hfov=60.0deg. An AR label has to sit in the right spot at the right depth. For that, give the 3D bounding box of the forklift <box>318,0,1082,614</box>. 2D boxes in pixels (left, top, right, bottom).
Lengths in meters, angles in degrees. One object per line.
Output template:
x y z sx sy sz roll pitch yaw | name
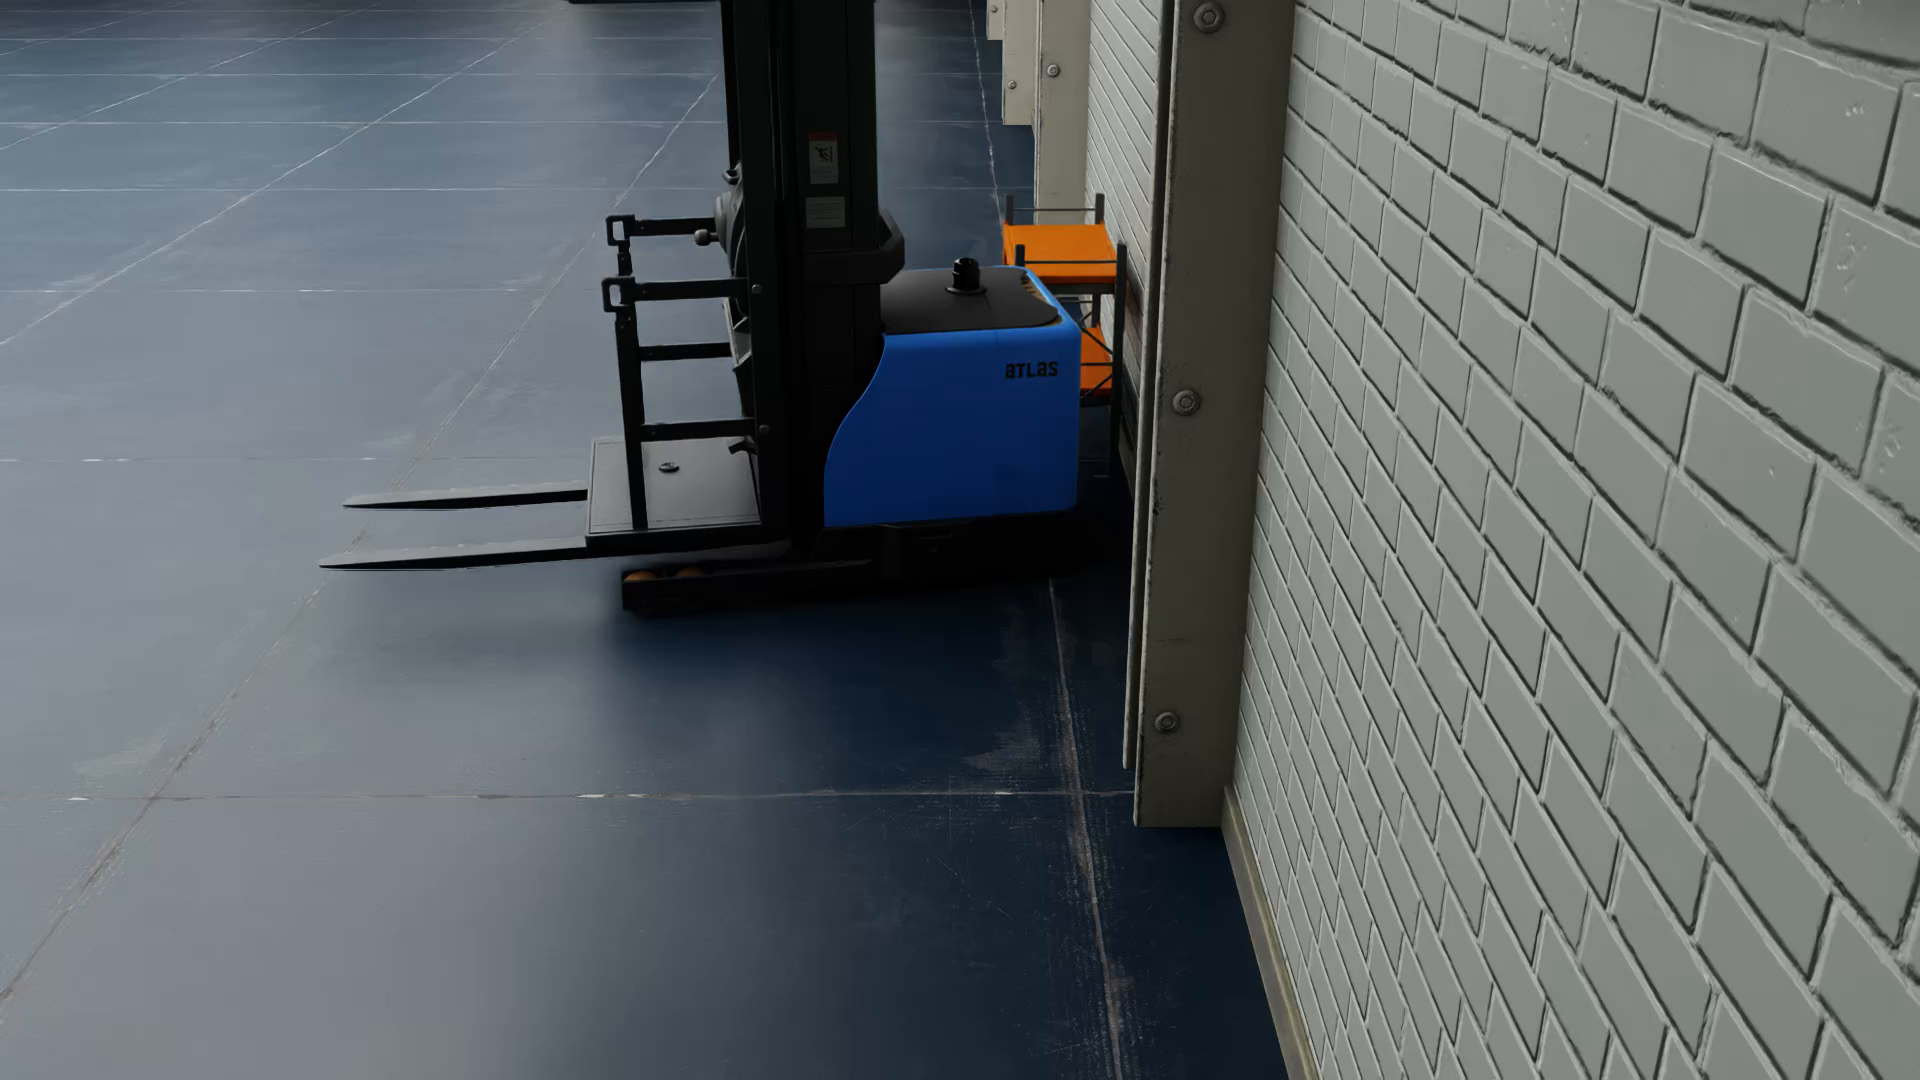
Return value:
-1.072 -1.276 6.515 3.031 2.935 1.130 -4 25 -9 | forklift

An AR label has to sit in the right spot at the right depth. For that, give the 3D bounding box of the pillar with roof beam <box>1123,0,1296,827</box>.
-3.600 -3.258 3.533 9.100 9.000 0.400 0 24 -1 | pillar with roof beam

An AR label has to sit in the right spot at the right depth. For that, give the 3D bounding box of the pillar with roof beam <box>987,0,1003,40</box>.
-3.796 -10.675 19.932 9.100 9.000 0.400 0 24 -1 | pillar with roof beam

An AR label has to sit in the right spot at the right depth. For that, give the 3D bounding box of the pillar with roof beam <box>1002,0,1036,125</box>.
-3.731 -8.202 14.466 9.100 9.000 0.400 0 24 -1 | pillar with roof beam

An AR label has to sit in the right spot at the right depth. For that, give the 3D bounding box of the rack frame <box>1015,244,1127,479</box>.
0.497 -0.808 7.672 0.500 1.125 0.032 0 24 -1 | rack frame

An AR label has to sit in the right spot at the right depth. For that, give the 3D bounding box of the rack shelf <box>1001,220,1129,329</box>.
0.487 -1.285 8.015 0.538 0.278 1.000 0 24 -1 | rack shelf

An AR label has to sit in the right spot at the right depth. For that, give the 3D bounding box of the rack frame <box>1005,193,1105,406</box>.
0.477 -1.227 8.599 0.500 1.125 0.032 0 24 -1 | rack frame

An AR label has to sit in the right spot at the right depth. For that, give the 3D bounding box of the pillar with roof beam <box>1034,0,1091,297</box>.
-3.665 -5.730 8.999 9.100 9.000 0.400 0 24 -1 | pillar with roof beam

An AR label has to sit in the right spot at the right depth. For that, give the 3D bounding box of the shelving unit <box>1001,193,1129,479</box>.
0.487 -1.018 8.136 0.538 1.125 1.048 0 24 -1 | shelving unit

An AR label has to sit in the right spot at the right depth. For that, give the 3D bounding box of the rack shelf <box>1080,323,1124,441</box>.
0.487 -0.795 8.236 0.538 0.278 1.000 0 24 -1 | rack shelf
